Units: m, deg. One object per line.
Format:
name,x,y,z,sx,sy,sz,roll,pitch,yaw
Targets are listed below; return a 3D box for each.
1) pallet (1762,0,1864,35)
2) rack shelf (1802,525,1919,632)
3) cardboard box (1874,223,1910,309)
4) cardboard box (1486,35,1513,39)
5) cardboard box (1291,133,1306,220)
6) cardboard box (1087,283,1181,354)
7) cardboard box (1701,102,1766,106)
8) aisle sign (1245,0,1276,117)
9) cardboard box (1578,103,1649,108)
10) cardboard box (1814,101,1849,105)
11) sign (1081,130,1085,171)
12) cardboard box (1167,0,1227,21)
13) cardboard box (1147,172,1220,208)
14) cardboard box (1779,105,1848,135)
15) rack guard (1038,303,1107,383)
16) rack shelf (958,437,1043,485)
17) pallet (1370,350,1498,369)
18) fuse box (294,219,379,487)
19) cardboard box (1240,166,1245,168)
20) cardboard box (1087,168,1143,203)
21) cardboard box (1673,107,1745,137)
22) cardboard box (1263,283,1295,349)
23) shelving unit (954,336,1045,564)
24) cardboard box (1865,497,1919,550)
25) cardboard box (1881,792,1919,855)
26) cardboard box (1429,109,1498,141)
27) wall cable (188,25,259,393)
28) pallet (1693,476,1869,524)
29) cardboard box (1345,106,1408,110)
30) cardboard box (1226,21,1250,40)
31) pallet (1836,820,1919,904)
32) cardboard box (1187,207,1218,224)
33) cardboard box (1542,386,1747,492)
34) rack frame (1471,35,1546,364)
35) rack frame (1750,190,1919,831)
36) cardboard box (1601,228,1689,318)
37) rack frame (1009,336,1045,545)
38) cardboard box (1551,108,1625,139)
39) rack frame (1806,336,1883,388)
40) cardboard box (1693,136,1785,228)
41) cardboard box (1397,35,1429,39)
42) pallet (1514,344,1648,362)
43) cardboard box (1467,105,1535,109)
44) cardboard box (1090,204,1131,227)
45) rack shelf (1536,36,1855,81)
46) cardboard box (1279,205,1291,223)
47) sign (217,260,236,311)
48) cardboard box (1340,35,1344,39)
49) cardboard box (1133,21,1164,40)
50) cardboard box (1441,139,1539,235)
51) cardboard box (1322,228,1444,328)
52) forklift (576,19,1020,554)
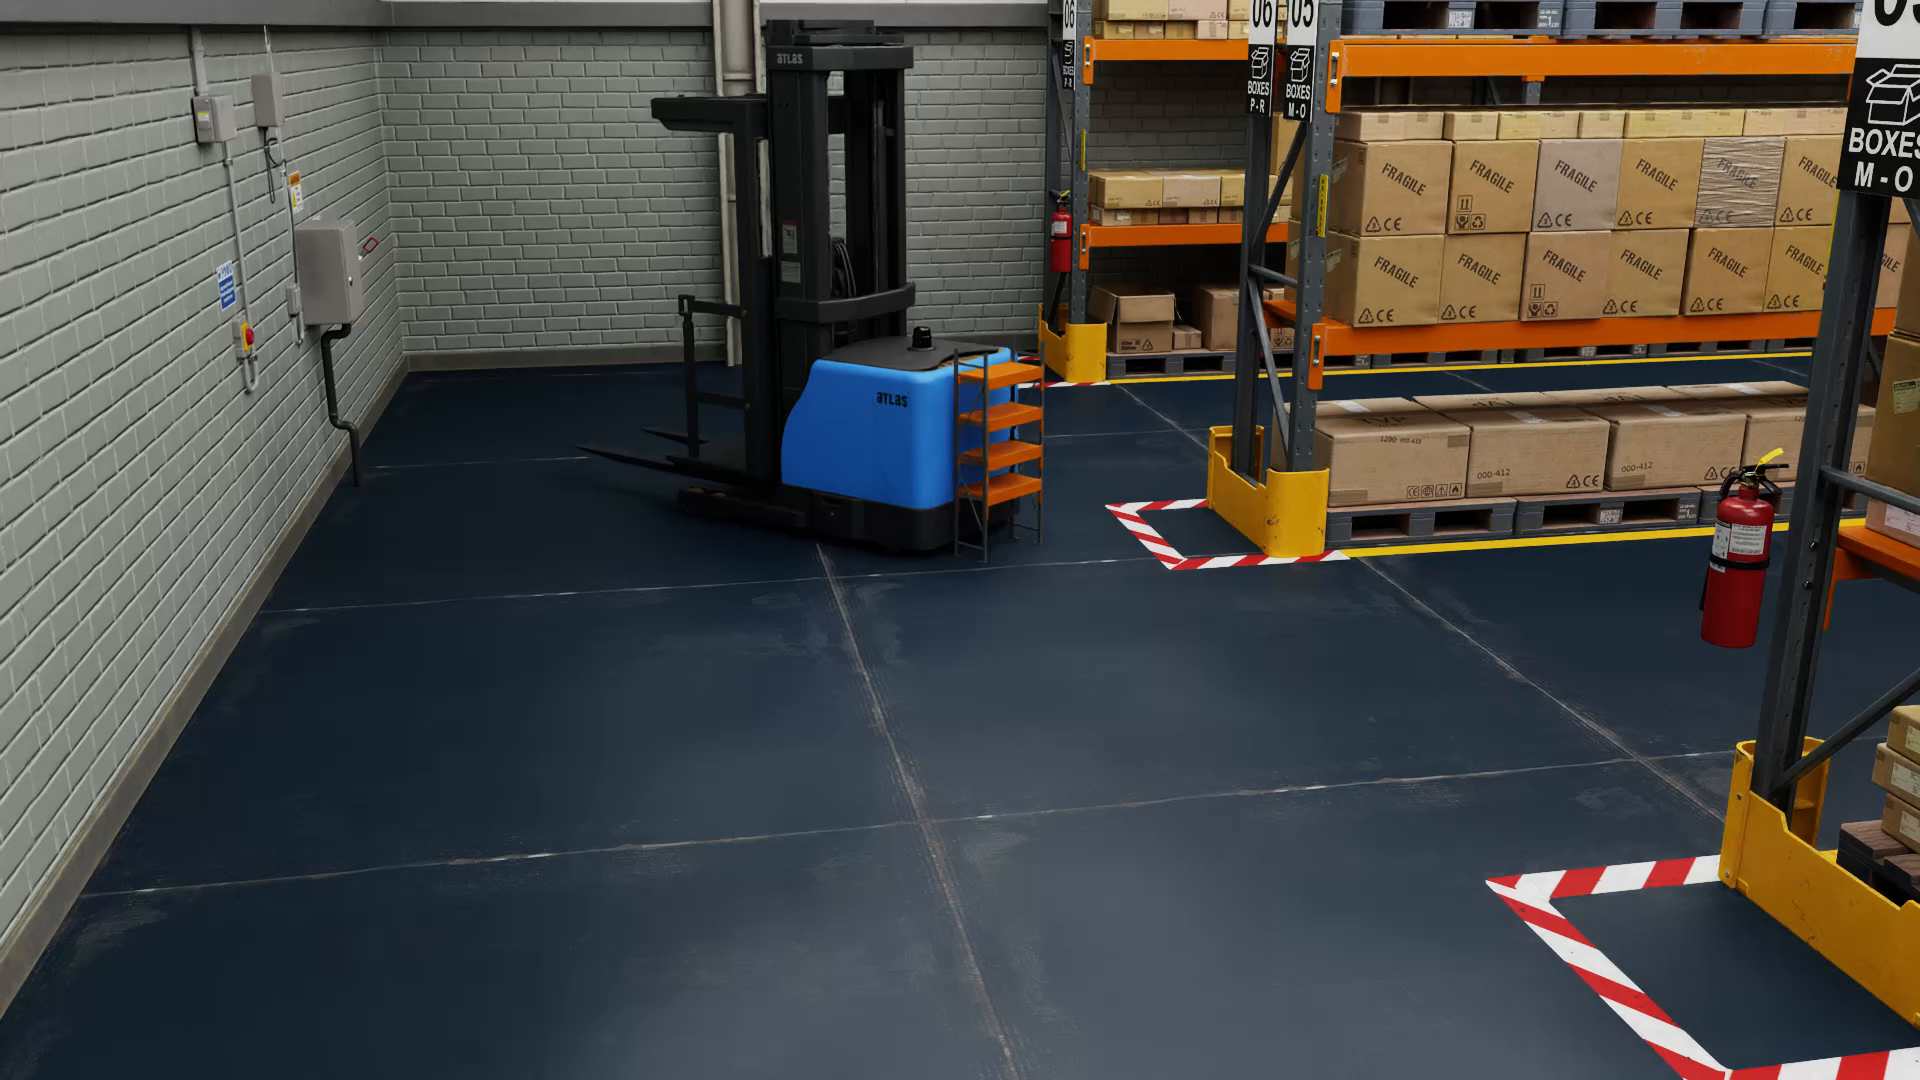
pallet,4.971,-3.078,9.765,1.213,0.211,1.003,-3,17,-10
rack shelf,4.851,0.148,5.447,4.000,0.370,1.077,-3,17,-10
cardboard box,5.369,-1.677,9.993,0.500,0.500,0.500,-3,17,-10
cardboard box,4.534,-4.368,14.243,0.250,0.149,0.380,-3,17,-11
cardboard box,2.277,-2.127,9.755,0.500,0.500,0.500,-3,17,-9
cardboard box,1.522,-1.951,14.591,0.637,0.503,0.797,-4,18,-13
cardboard box,4.670,-2.580,10.126,0.250,0.149,0.380,-3,17,-11
aisle sign,1.719,-2.834,9.502,0.004,0.787,0.394,-3,17,-10
cardboard box,3.918,-2.542,10.002,0.250,0.149,0.380,-3,17,-10
cardboard box,5.417,-2.622,10.261,0.250,0.149,0.380,-4,17,-11
sign,1.007,-3.194,13.628,0.005,0.325,0.100,-3,17,-10
cardboard box,1.886,-4.421,13.737,0.500,0.250,0.500,-3,17,-9
cardboard box,1.895,-2.983,14.163,0.500,0.250,0.500,-3,17,-10
cardboard box,5.008,-2.461,9.738,0.250,0.149,0.380,-3,17,-10
rack guard,0.978,-1.746,14.645,0.348,0.500,1.175,-3,17,-10
rack shelf,0.222,-0.451,9.466,0.258,0.148,0.480,15,22,40
pallet,4.157,-1.788,15.275,1.213,0.211,1.003,-3,17,-10
fuse box,-3.938,-1.183,10.749,0.414,1.711,0.539,-3,17,-10
cardboard box,2.812,-3.193,14.847,0.500,0.250,0.500,-3,17,-11
cardboard box,1.305,-3.109,14.575,0.500,0.250,0.500,-3,17,-9
cardboard box,4.267,-2.403,9.548,0.250,0.149,0.380,-4,17,-12
cardboard box,2.907,-1.986,14.712,0.500,0.500,0.500,-3,17,-9
shelving unit,0.222,-0.516,9.446,0.258,1.200,0.503,15,22,40
cardboard box,3.154,-0.064,5.340,0.250,0.149,0.380,-3,17,-10
cardboard box,3.364,0.988,5.626,0.250,0.149,0.380,-3,17,-10
cardboard box,2.771,-2.298,9.208,0.250,0.149,0.380,-3,17,-9
wall cable,-3.683,-1.686,8.408,0.123,1.953,0.585,-3,17,-10
pallet,5.015,-0.376,10.676,1.213,0.211,1.003,-3,17,-10
cardboard box,2.408,-2.441,9.671,0.250,0.149,0.380,-3,17,-9
cardboard box,2.288,-4.234,13.806,0.250,0.149,0.380,-3,17,-11
pallet,3.766,1.209,5.516,1.213,0.211,1.003,-3,17,-10
cardboard box,2.031,-2.804,14.261,0.250,0.149,0.380,-3,17,-9
cardboard box,4.261,-0.651,10.470,0.875,0.438,0.875,-4,17,-12
rack frame,4.831,-3.159,14.989,0.127,3.000,1.000,-3,17,-10
rack frame,2.887,-0.085,4.978,0.127,3.000,1.000,-3,17,-10
cardboard box,3.858,-1.590,9.709,0.500,0.500,0.500,-3,17,-9
rack frame,0.385,-0.569,9.620,0.240,1.200,0.015,15,22,40
cardboard box,3.527,-2.350,9.375,0.250,0.149,0.380,-3,17,-10
rack frame,5.776,-1.729,10.331,0.127,3.000,1.000,-3,17,-10
cardboard box,4.368,-2.092,9.640,0.500,0.500,0.500,-3,17,-10
cardboard box,3.786,-4.330,14.121,0.250,0.149,0.380,-3,17,-11
pallet,5.622,-1.883,15.582,1.213,0.211,1.003,-3,17,-10
cardboard box,3.171,-2.476,9.785,0.250,0.149,0.380,-3,17,-11
cardboard box,1.278,-2.756,14.103,0.250,0.149,0.380,-3,17,-11
rack shelf,6.795,-4.361,15.017,4.000,0.370,1.077,-3,17,-10
cardboard box,2.807,-2.834,14.357,0.250,0.149,0.380,-3,17,-9
sign,-3.734,-1.297,8.465,0.001,0.218,0.327,-3,17,-10
cardboard box,3.028,-4.274,13.937,0.250,0.149,0.380,-3,17,-9
cardboard box,1.513,-4.223,13.772,0.250,0.149,0.380,-3,17,-9
cardboard box,2.880,-2.007,9.364,0.500,0.500,0.500,-4,17,-12
cardboard box,2.375,-1.498,9.409,0.500,0.500,0.500,-3,17,-11
forklift,-1.135,-1.640,10.160,3.031,2.935,1.130,12,21,33
